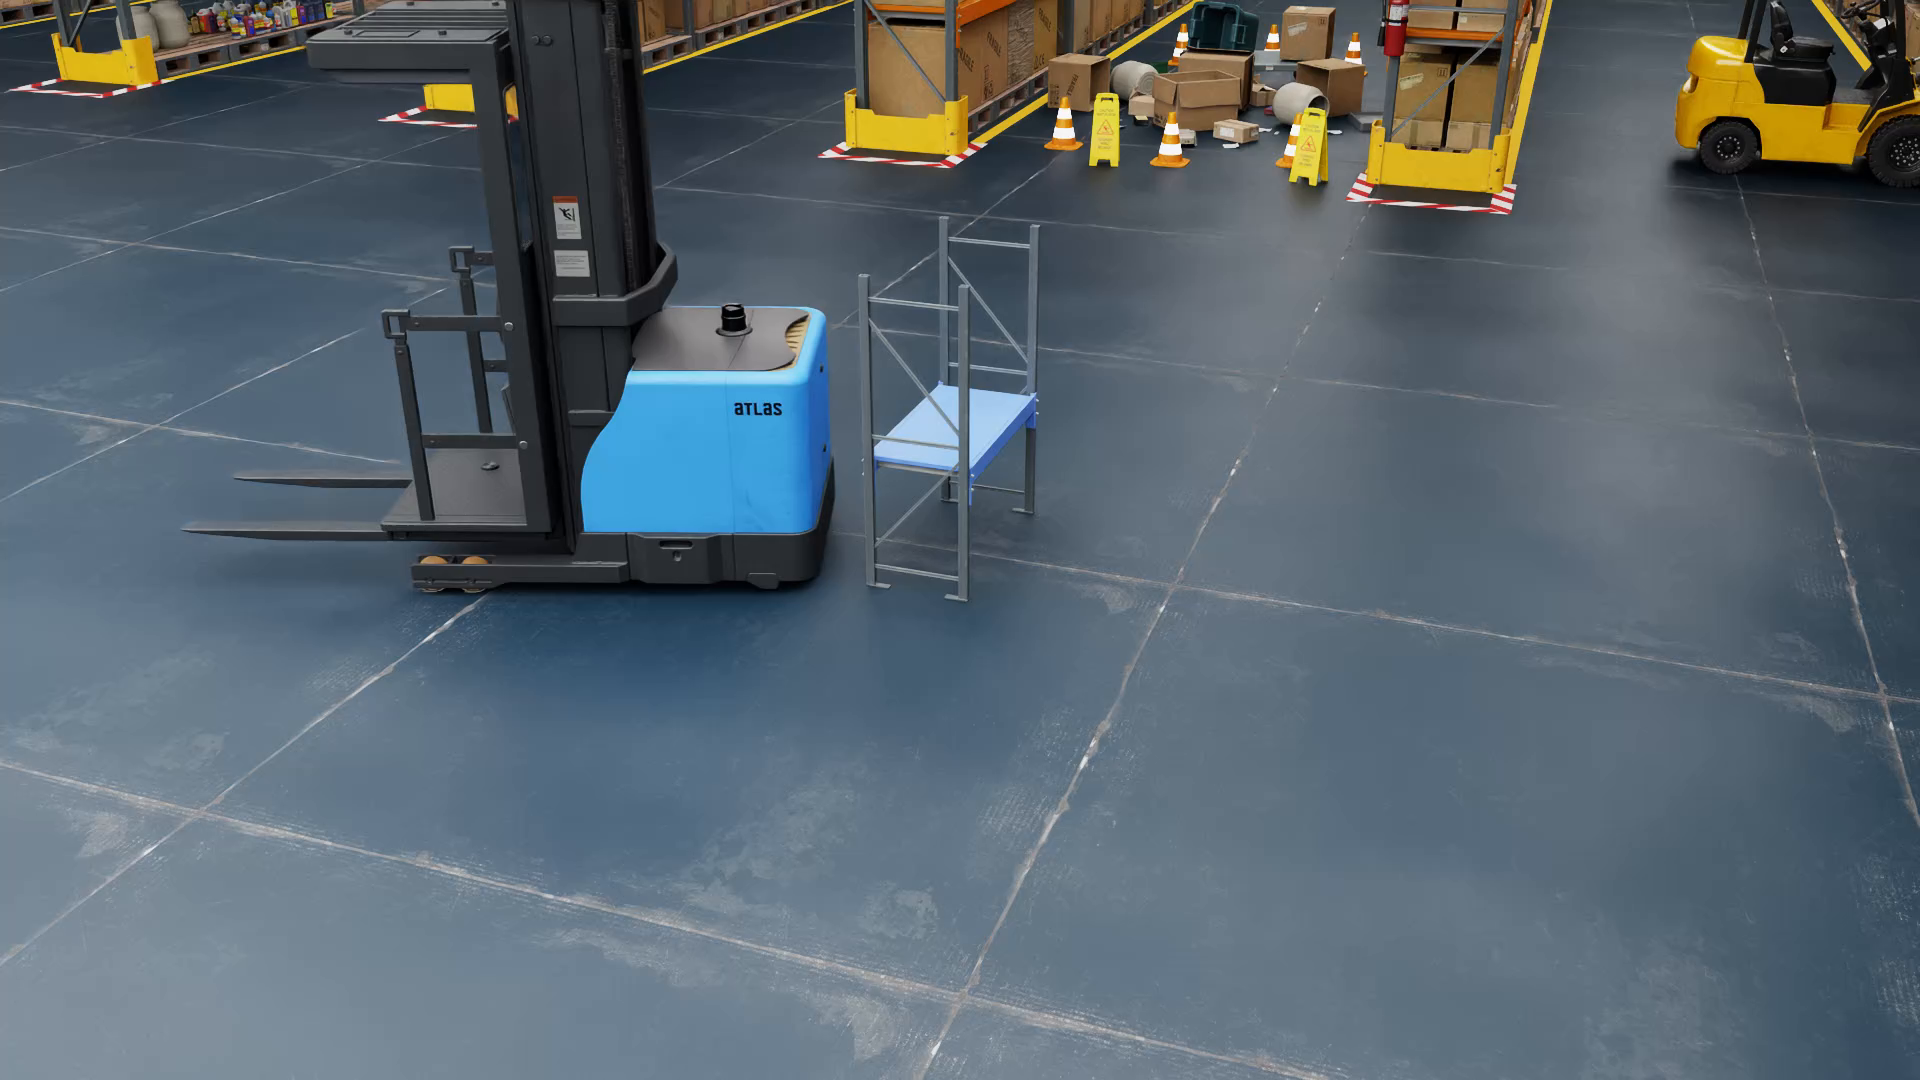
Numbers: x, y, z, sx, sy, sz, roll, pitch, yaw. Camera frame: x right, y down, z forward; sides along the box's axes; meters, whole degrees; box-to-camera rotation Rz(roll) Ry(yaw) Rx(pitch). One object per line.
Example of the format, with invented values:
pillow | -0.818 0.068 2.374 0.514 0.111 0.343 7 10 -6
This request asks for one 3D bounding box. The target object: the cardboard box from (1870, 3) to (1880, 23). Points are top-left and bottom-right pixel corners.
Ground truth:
cardboard box | 11.652 -6.527 20.675 0.500 0.500 0.500 8 27 17

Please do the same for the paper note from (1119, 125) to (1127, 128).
paper note | 1.601 -4.205 16.902 0.144 0.017 0.142 20 32 35

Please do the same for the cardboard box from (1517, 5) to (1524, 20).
cardboard box | 4.865 -4.782 14.973 0.380 0.149 0.250 9 27 18

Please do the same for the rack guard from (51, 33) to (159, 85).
rack guard | -9.841 -5.553 19.146 1.175 0.500 0.348 9 27 17

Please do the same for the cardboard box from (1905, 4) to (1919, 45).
cardboard box | 11.107 -5.650 18.721 0.875 0.625 0.625 10 27 19

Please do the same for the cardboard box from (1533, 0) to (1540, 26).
cardboard box | 7.164 -7.277 21.793 0.875 0.875 0.875 8 27 17

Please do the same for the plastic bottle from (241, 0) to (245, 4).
plastic bottle | -9.308 -6.848 21.565 0.061 0.283 0.133 10 28 20

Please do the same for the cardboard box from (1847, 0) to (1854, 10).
cardboard box | 12.328 -7.375 22.427 0.500 0.500 0.500 8 27 17

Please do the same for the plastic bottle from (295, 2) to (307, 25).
plastic bottle | -8.512 -6.801 21.467 0.061 0.283 0.133 11 28 21

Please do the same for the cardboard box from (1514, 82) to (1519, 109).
cardboard box | 5.414 -4.578 16.936 0.500 0.250 0.500 8 27 16

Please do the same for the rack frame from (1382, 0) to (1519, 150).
rack frame | 4.194 -4.485 14.071 1.000 3.000 0.127 9 27 17

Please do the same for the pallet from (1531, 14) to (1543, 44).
pallet | 7.189 -6.830 22.115 1.003 0.211 1.213 9 27 17

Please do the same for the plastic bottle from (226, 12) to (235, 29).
plastic bottle | -9.289 -6.623 21.192 0.097 0.201 0.097 0 26 0

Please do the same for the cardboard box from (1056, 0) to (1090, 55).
cardboard box | 0.945 -6.249 19.815 1.050 0.750 0.750 9 27 17

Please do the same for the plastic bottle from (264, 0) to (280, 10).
plastic bottle | -9.015 -6.997 21.795 0.144 0.351 0.185 9 27 17

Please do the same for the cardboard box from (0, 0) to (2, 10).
cardboard box | -13.437 -7.321 22.602 0.500 0.250 0.500 9 27 17

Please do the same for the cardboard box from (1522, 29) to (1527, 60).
cardboard box | 5.933 -5.647 19.004 0.950 0.372 0.625 11 28 21

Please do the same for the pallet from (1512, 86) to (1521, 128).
pallet | 5.335 -4.592 17.493 1.003 0.211 1.213 9 27 17

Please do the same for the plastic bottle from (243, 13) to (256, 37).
plastic bottle | -8.832 -6.406 20.650 0.061 0.283 0.133 9 27 18

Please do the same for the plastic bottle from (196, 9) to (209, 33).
plastic bottle | -9.515 -6.530 20.916 0.152 0.276 0.135 9 27 18

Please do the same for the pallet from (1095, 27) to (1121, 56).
pallet | 1.413 -6.381 21.187 1.003 0.211 1.213 9 27 17

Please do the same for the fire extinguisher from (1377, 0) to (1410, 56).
fire extinguisher | 3.721 -4.470 14.128 0.296 0.674 0.183 9 27 17

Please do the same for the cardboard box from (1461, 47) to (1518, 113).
cardboard box | 4.900 -4.290 15.482 0.500 0.500 0.500 8 27 16

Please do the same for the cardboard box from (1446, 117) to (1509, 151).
cardboard box | 4.723 -3.728 15.180 0.500 0.250 0.500 9 27 17

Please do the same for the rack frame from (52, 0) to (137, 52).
rack frame | -9.822 -6.640 18.522 1.000 3.000 0.127 9 27 17

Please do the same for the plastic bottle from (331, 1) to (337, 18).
plastic bottle | -8.318 -7.028 22.030 0.097 0.201 0.097 0 26 0

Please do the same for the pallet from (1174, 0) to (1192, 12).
pallet | 2.823 -8.014 24.560 1.003 0.211 1.213 9 27 17

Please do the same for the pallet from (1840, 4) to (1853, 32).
pallet | 12.634 -7.103 22.678 1.003 0.211 1.213 9 27 17

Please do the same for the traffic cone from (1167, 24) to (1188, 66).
traffic cone | 2.694 -5.995 20.101 0.336 0.463 0.334 9 27 17

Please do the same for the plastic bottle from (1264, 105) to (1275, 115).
plastic bottle | 3.327 -4.548 17.572 0.133 0.061 0.283 14 29 26

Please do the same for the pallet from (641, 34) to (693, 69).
pallet | -4.011 -6.029 20.461 1.003 0.211 1.213 9 27 17

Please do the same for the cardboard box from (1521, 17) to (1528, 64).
cardboard box | 5.581 -5.135 17.227 0.500 0.500 0.500 8 27 17

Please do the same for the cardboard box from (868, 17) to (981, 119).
cardboard box | -0.344 -4.682 16.434 0.875 0.875 0.875 9 27 18

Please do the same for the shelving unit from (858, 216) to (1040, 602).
shelving unit | -0.028 -0.640 7.851 0.538 1.500 1.048 9 27 17

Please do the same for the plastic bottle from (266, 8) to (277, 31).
plastic bottle | -8.710 -6.575 21.014 0.097 0.271 0.097 0 26 0

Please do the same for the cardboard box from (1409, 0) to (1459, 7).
cardboard box | 4.115 -4.927 14.527 0.500 0.500 0.500 8 27 17

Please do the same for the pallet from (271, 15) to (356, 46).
pallet | -8.754 -6.759 21.967 1.003 0.211 1.213 9 27 17

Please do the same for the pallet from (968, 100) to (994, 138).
pallet | -0.315 -4.246 16.777 1.003 0.211 1.213 9 27 17

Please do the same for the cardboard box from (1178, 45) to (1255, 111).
cardboard box | 2.694 -4.897 17.630 0.797 0.637 0.503 9 27 17

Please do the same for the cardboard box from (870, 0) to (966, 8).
cardboard box | -0.427 -5.388 15.763 0.875 0.550 0.550 9 27 17

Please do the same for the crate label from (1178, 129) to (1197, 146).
crate label | 2.164 -3.913 16.175 0.250 0.136 0.298 -5 26 -9

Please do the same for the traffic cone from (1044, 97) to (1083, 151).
traffic cone | 1.008 -4.032 16.046 0.336 0.463 0.334 9 27 17

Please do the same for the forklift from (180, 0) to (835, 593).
forklift | -2.164 -1.302 7.577 3.031 2.935 1.130 0 26 1

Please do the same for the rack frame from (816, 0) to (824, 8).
rack frame | -2.489 -9.209 23.829 1.000 3.000 0.127 9 27 17

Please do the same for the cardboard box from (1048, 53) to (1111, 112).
cardboard box | 1.274 -4.894 17.782 0.500 0.500 0.500 14 29 26

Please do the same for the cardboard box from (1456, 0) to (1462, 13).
cardboard box | 4.477 -4.974 15.369 0.380 0.149 0.250 9 27 18

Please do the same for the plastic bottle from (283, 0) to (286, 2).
plastic bottle | -9.010 -7.187 22.277 0.097 0.271 0.097 0 26 0

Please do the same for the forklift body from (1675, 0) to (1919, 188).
forklift body | 7.786 -4.428 14.928 2.313 2.155 1.214 9 27 17

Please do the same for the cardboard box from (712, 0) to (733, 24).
cardboard box | -3.419 -7.081 21.796 0.700 0.500 0.500 9 27 17

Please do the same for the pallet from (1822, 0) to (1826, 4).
pallet | 13.503 -8.228 25.001 1.003 0.211 1.213 9 27 17

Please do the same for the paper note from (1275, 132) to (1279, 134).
paper note | 3.175 -4.081 16.668 0.032 0.001 0.123 9 27 17
